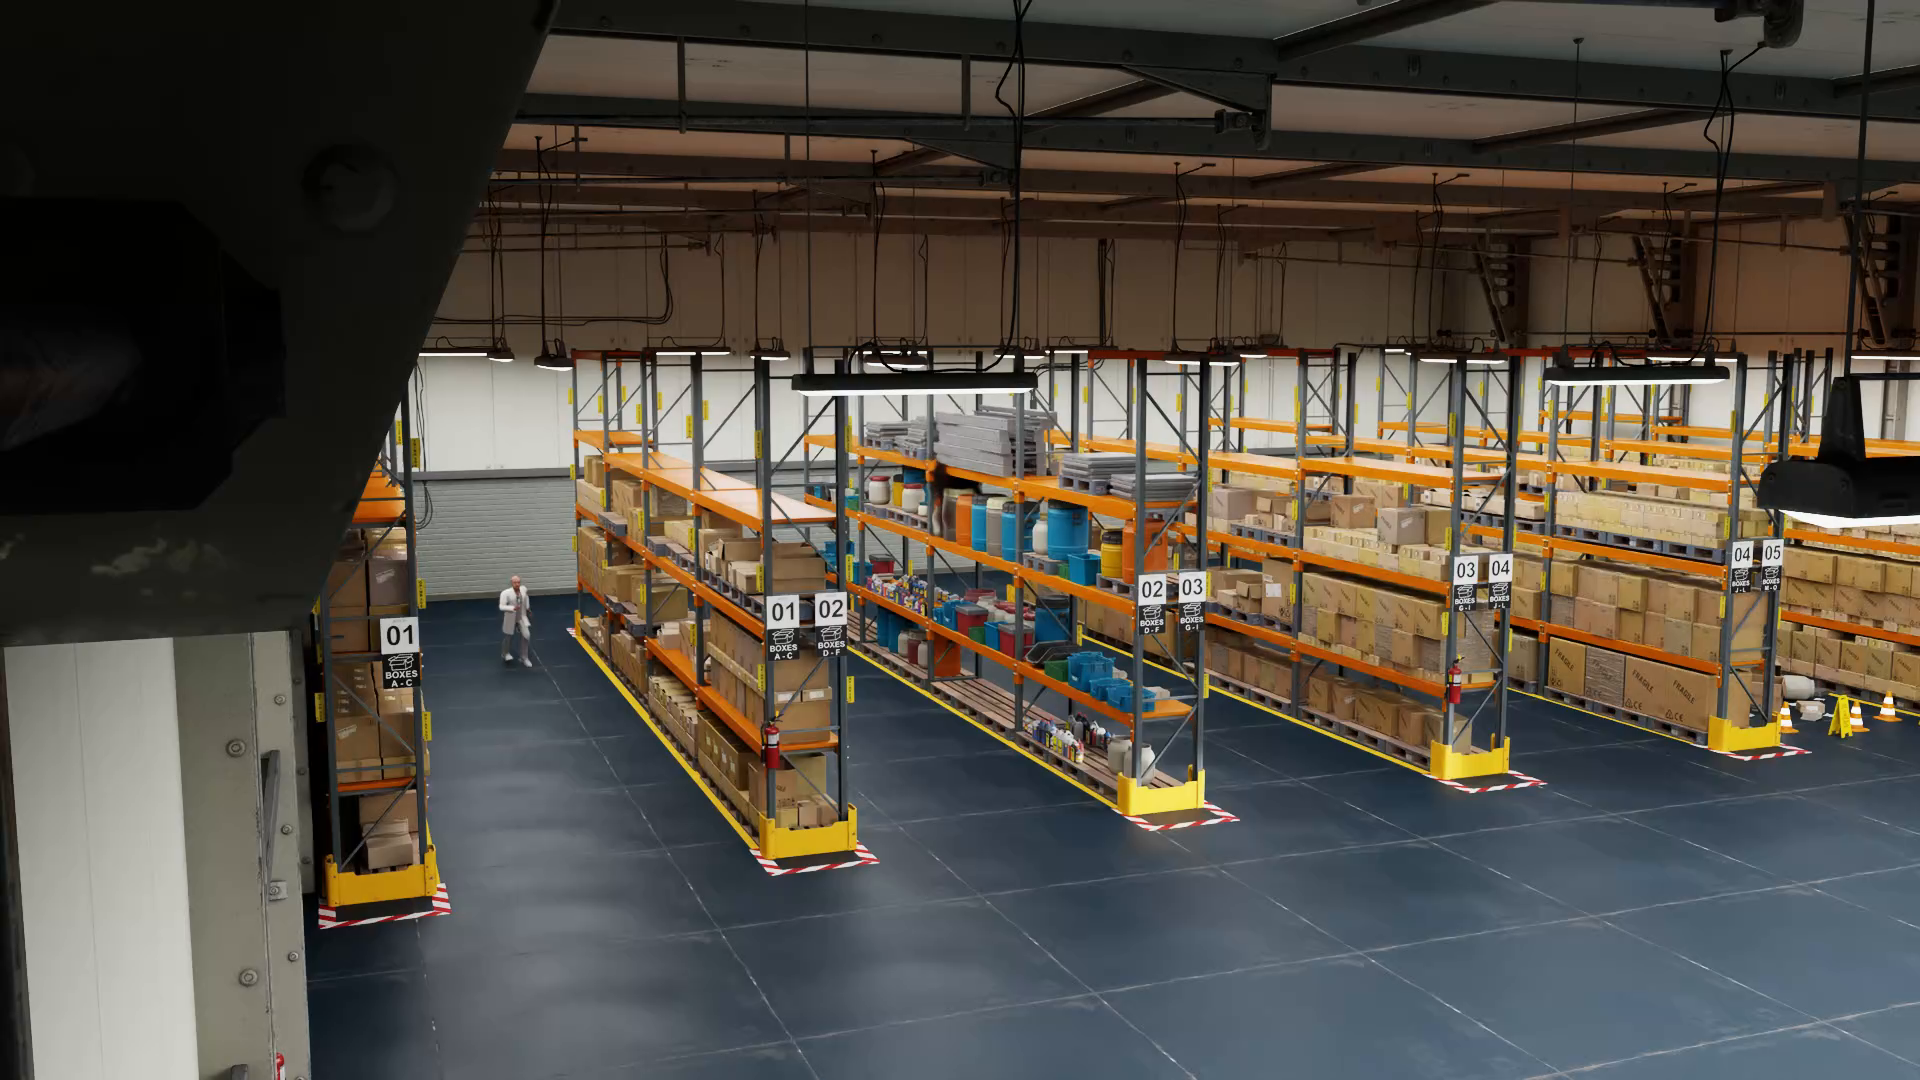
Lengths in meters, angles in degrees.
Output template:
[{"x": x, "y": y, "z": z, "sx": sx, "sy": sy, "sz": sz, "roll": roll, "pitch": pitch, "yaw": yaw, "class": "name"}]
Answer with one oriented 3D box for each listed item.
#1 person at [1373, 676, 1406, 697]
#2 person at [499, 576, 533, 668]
[{"x": 7.608, "y": 1.948, "z": 29.238, "sx": 0.577, "sy": 1.510, "sz": 1.013, "roll": -2, "pitch": 7, "yaw": -14, "class": "person"}, {"x": -8.474, "y": 1.530, "z": 31.671, "sx": 0.719, "sy": 1.749, "sz": 1.073, "roll": -5, "pitch": 9, "yaw": -35, "class": "person"}]
